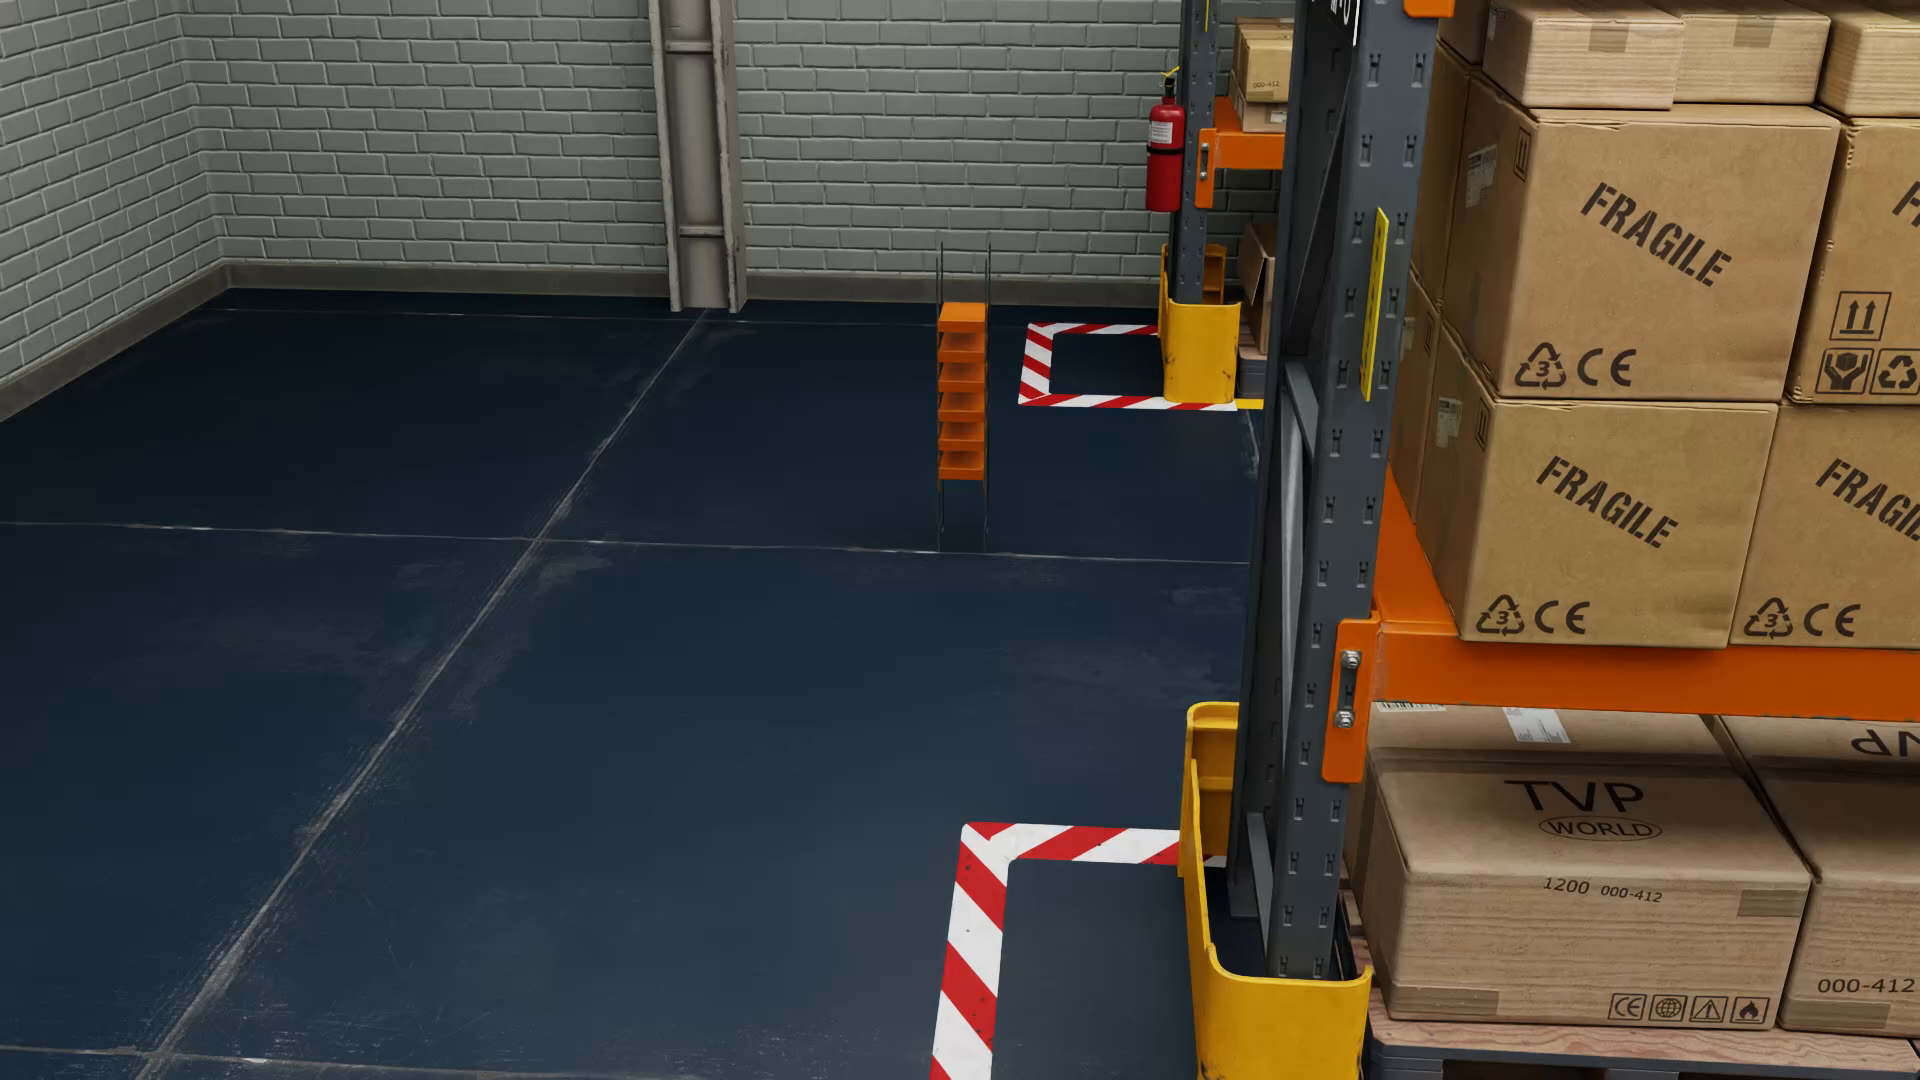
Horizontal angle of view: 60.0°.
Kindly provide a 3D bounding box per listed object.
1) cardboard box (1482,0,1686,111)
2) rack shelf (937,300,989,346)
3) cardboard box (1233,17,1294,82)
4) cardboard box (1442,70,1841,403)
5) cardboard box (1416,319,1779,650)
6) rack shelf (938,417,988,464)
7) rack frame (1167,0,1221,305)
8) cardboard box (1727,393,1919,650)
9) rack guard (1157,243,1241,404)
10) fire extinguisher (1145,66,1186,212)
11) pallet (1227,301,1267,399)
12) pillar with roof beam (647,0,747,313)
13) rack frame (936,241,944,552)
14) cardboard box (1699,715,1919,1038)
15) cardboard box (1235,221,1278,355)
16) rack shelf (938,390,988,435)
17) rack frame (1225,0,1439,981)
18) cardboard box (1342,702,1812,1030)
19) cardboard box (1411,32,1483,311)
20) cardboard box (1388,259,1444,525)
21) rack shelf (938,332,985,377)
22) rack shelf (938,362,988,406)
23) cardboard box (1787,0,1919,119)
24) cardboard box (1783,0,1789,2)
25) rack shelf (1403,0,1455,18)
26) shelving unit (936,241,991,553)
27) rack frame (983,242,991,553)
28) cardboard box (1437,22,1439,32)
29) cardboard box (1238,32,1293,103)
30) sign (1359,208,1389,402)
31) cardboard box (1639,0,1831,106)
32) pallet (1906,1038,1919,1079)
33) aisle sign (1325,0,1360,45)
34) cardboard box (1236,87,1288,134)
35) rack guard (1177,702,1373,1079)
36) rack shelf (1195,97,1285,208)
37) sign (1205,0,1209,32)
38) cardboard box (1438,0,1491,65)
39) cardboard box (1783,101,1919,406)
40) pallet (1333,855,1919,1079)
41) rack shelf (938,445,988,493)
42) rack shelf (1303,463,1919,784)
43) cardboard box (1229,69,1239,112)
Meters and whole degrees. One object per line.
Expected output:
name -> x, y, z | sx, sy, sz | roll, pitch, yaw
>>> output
cardboard box -> 1.109, -0.882, 2.986 | 0.250, 0.149, 0.380 | 2, 25, 5
rack shelf -> 0.014, -0.831, 6.366 | 0.180, 0.103, 0.258 | 2, 25, 4
cardboard box -> 1.631, -2.446, 8.301 | 0.500, 0.250, 0.500 | 3, 25, 6
cardboard box -> 1.233, -0.580, 3.106 | 0.500, 0.500, 0.500 | 1, 25, 3
cardboard box -> 1.233, -0.125, 3.313 | 0.500, 0.500, 0.500 | 2, 25, 4
rack shelf -> 0.014, -0.395, 6.567 | 0.180, 0.103, 0.258 | 2, 25, 4
rack frame -> 1.152, -2.283, 8.123 | 0.127, 3.000, 1.000 | 2, 25, 4
cardboard box -> 1.739, -0.120, 3.303 | 0.500, 0.500, 0.500 | 1, 25, 3
rack guard -> 1.228, -1.145, 8.641 | 0.348, 0.500, 1.175 | 2, 25, 4
fire extinguisher -> 0.970, -1.891, 7.809 | 0.183, 0.674, 0.296 | 2, 25, 4
pallet -> 2.023, -0.989, 8.647 | 1.213, 0.211, 1.003 | 2, 25, 4
pillar with roof beam -> -1.797, -3.676, 3.974 | 0.400, 9.000, 9.100 | 2, 25, 4
rack frame -> -0.077, -0.548, 6.505 | 0.006, 1.200, 0.240 | 2, 25, 4
cardboard box -> 2.355, 0.764, 4.064 | 0.875, 0.438, 0.875 | 2, 25, 5
cardboard box -> 1.755, -1.281, 8.429 | 0.637, 0.503, 0.797 | 1, 25, 2
rack shelf -> 0.014, -0.504, 6.517 | 0.180, 0.103, 0.258 | 2, 25, 4
rack frame -> 0.776, -0.214, 3.627 | 0.127, 3.000, 1.000 | 2, 25, 4
cardboard box -> 1.442, 0.738, 4.120 | 0.875, 0.438, 0.875 | 1, 25, 2
cardboard box -> 1.275, -0.798, 3.579 | 0.500, 0.500, 0.500 | 3, 25, 6
cardboard box -> 1.277, -0.355, 3.813 | 0.500, 0.500, 0.500 | 2, 25, 4
rack shelf -> 0.014, -0.722, 6.416 | 0.180, 0.103, 0.258 | 2, 25, 4
rack shelf -> 0.014, -0.613, 6.467 | 0.180, 0.103, 0.258 | 2, 25, 4
cardboard box -> 1.626, -0.847, 2.911 | 0.250, 0.149, 0.380 | 3, 25, 6
cardboard box -> 1.668, -1.109, 3.481 | 0.250, 0.149, 0.380 | 2, 25, 3
rack shelf -> 2.770, -1.186, 3.012 | 4.000, 0.370, 1.077 | 2, 25, 4
shelving unit -> 0.014, -0.545, 6.498 | 0.189, 1.200, 0.258 | 2, 25, 4
rack frame -> 0.106, -0.542, 6.492 | 0.006, 1.200, 0.240 | 2, 25, 4
cardboard box -> 2.145, -2.429, 8.264 | 0.500, 0.250, 0.500 | 2, 25, 4
cardboard box -> 1.584, -2.223, 7.817 | 0.500, 0.250, 0.500 | 2, 25, 4
sign -> 0.727, -0.412, 2.927 | 0.005, 0.325, 0.100 | 2, 25, 4
cardboard box -> 1.375, -0.903, 3.033 | 0.250, 0.149, 0.380 | 2, 25, 5
pallet -> 2.792, 1.086, 4.138 | 1.213, 0.211, 1.003 | 2, 25, 4
aisle sign -> 0.682, -1.277, 2.826 | 0.004, 0.787, 0.394 | 2, 25, 4
cardboard box -> 1.459, -2.044, 7.905 | 0.250, 0.149, 0.380 | 2, 25, 4
rack guard -> 0.752, 0.920, 4.151 | 0.348, 0.500, 1.175 | 2, 25, 4
rack shelf -> 3.146, -1.892, 8.135 | 4.000, 0.370, 1.077 | 2, 25, 4
sign -> 1.111, -2.450, 7.451 | 0.005, 0.325, 0.100 | 2, 25, 4
cardboard box -> 1.149, -1.081, 3.418 | 0.250, 0.149, 0.380 | 2, 25, 5
cardboard box -> 1.748, -0.566, 3.076 | 0.500, 0.500, 0.500 | 1, 25, 3
pallet -> 1.579, 1.046, 4.225 | 1.213, 0.211, 1.003 | 2, 25, 4
rack shelf -> 0.014, -0.286, 6.617 | 0.180, 0.103, 0.258 | 2, 25, 4
rack shelf -> 2.770, 0.177, 3.639 | 4.000, 0.370, 1.077 | 2, 25, 4
cardboard box -> 1.503, -2.270, 8.396 | 0.250, 0.149, 0.380 | 2, 25, 3
